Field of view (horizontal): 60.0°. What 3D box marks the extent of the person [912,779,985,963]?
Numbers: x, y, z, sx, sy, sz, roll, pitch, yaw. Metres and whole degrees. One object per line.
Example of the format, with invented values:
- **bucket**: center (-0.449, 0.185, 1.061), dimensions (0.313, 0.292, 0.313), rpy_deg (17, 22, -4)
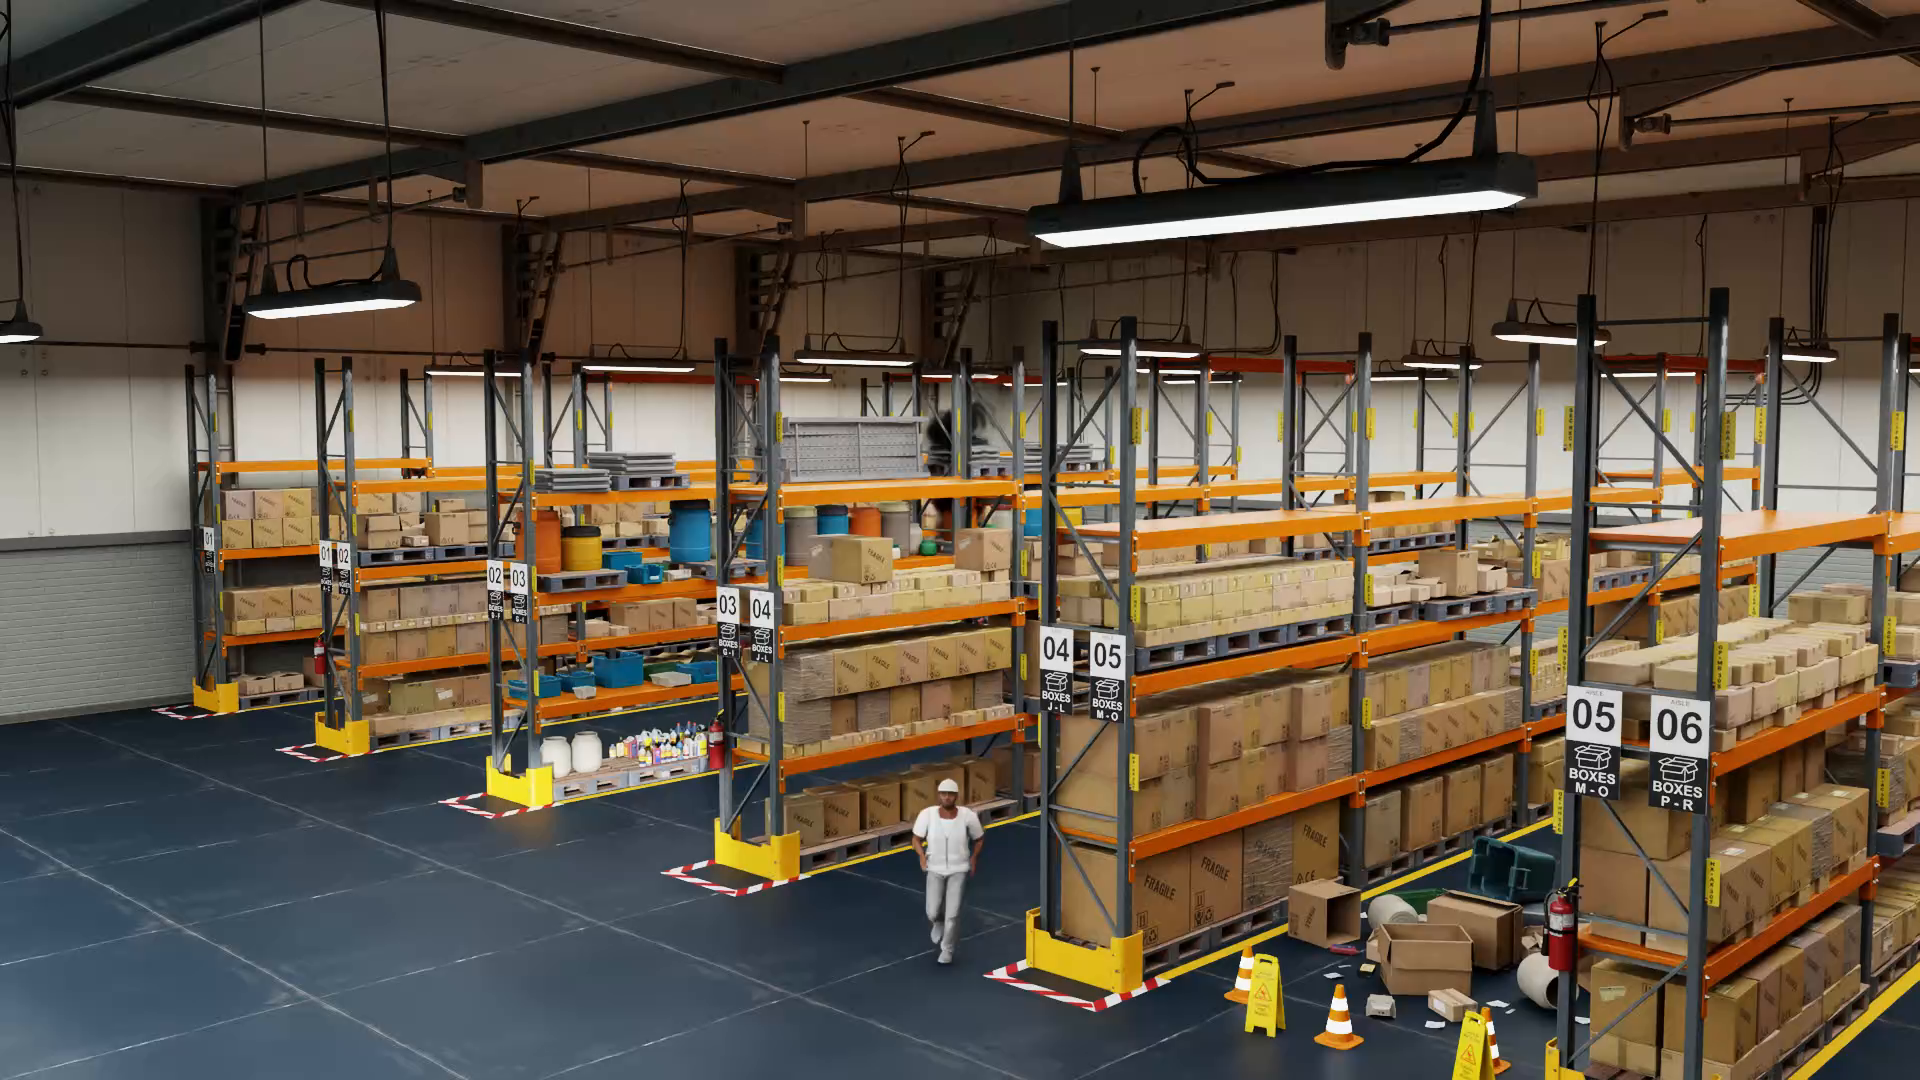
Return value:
- **person**: center (-0.114, 3.101, 15.715), dimensions (0.689, 1.721, 0.597), rpy_deg (0, 4, 2)
